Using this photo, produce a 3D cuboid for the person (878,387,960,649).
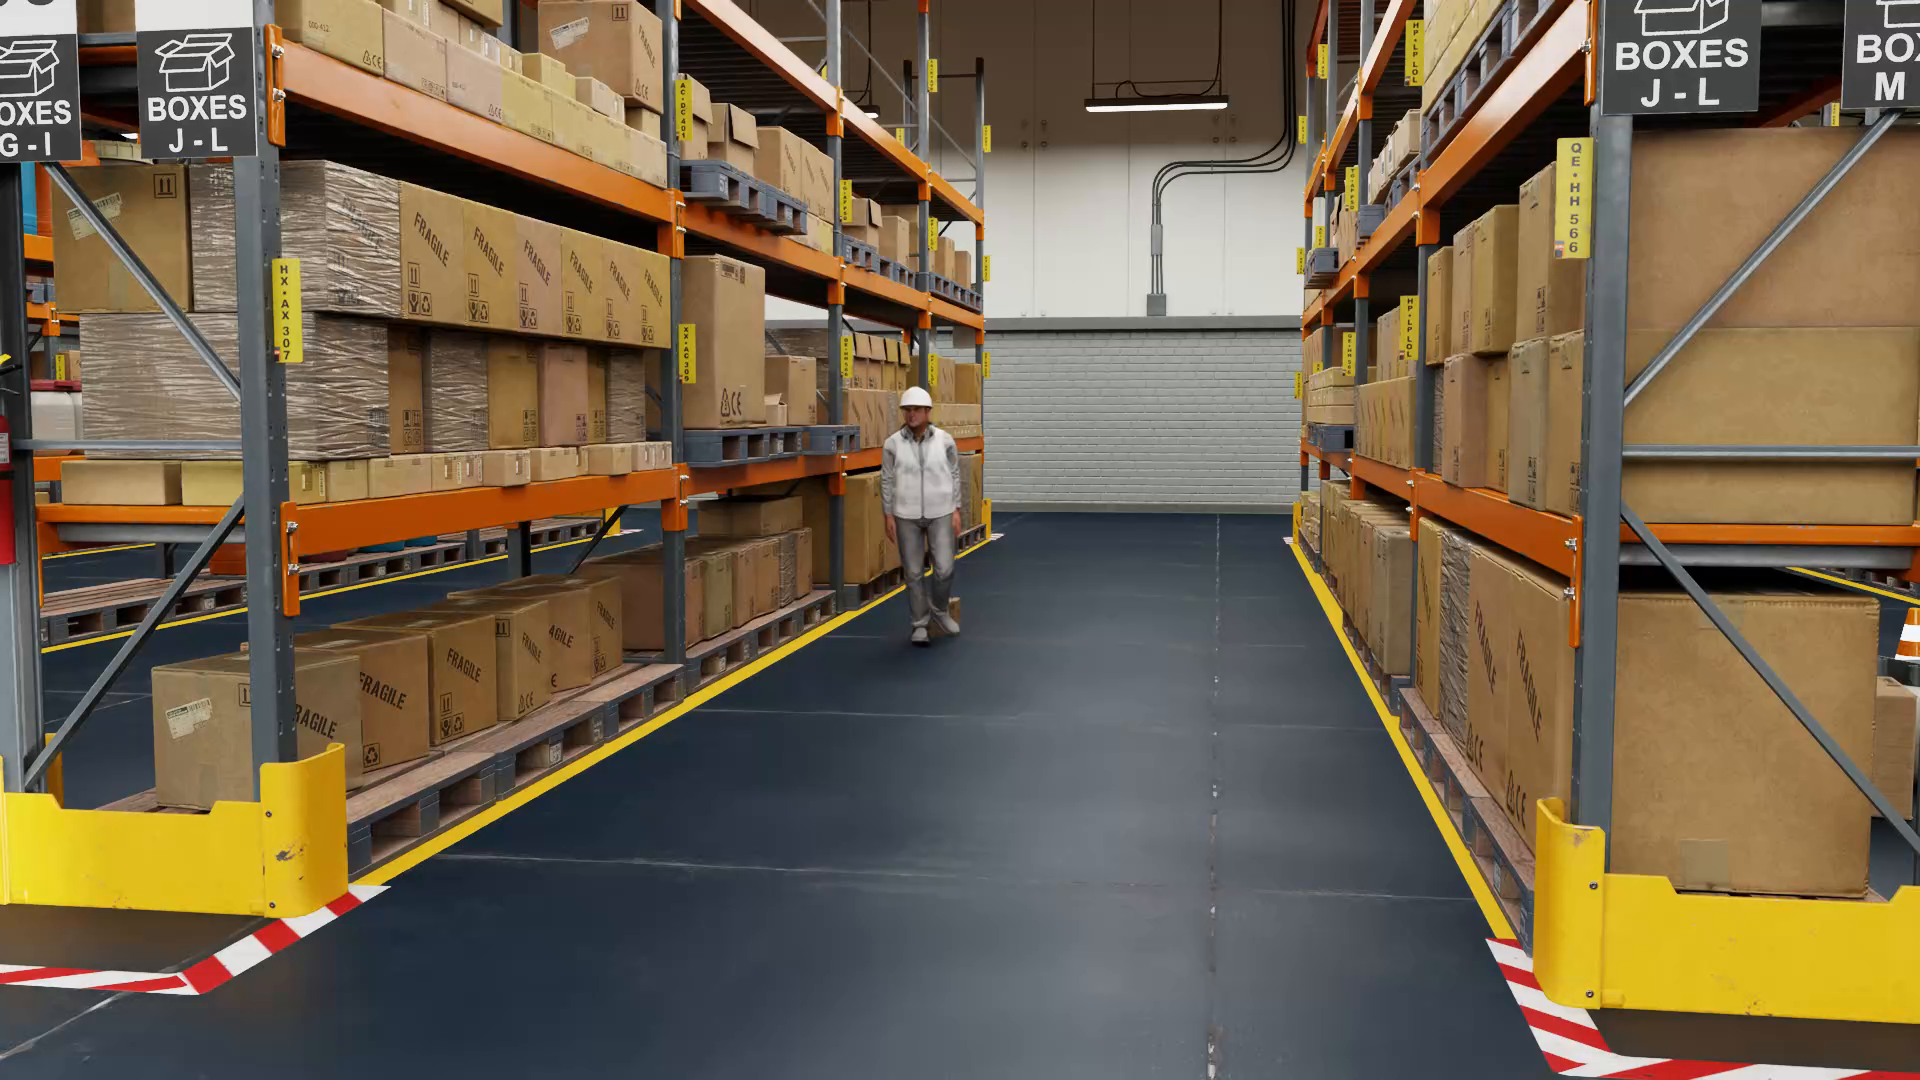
[{"bbox_3d":[-0.281,-0.151,11.424,0.561,1.794,0.534,0,4,3],"label":"person"}]
